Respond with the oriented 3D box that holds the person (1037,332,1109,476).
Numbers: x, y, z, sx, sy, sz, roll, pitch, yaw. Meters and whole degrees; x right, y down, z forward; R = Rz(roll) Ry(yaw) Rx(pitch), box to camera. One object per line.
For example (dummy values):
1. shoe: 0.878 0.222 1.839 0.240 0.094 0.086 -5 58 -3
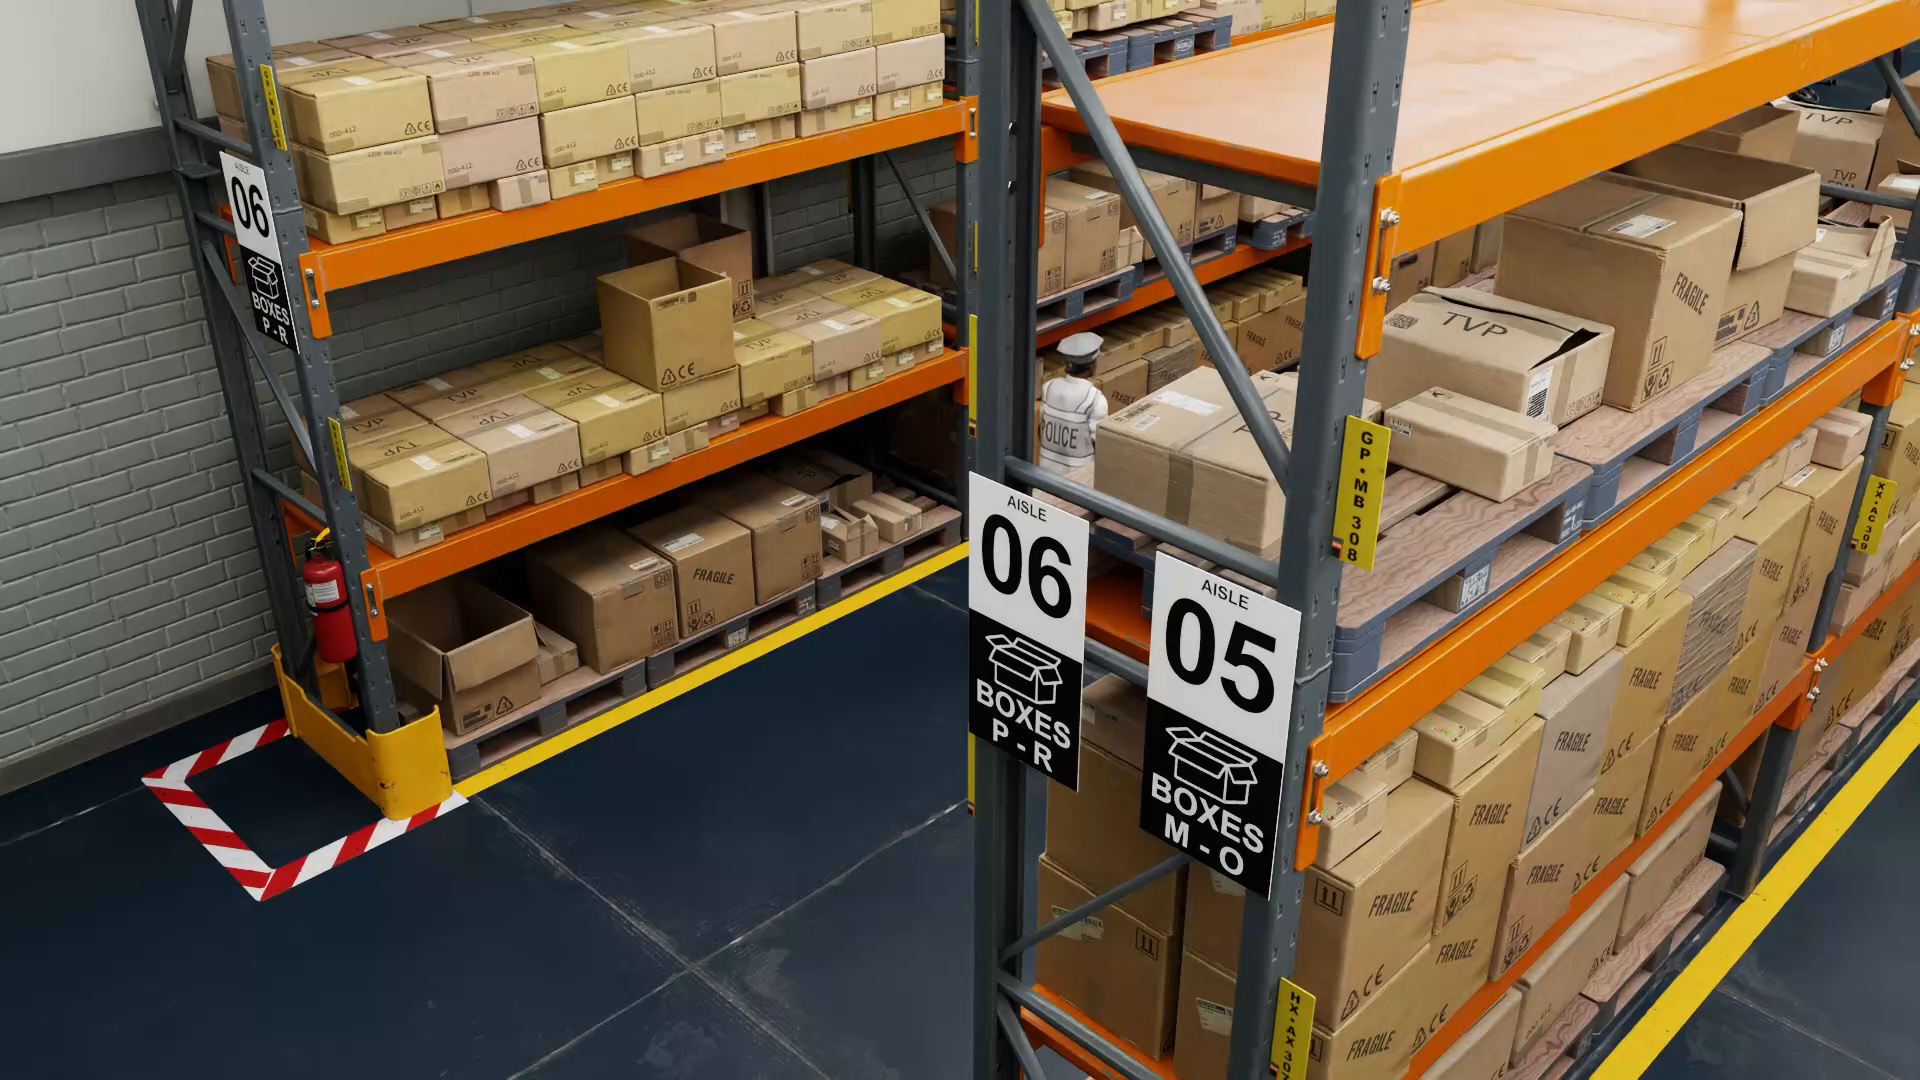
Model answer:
1. person: 0.663 -0.361 9.578 0.497 1.667 0.372 22 35 35
